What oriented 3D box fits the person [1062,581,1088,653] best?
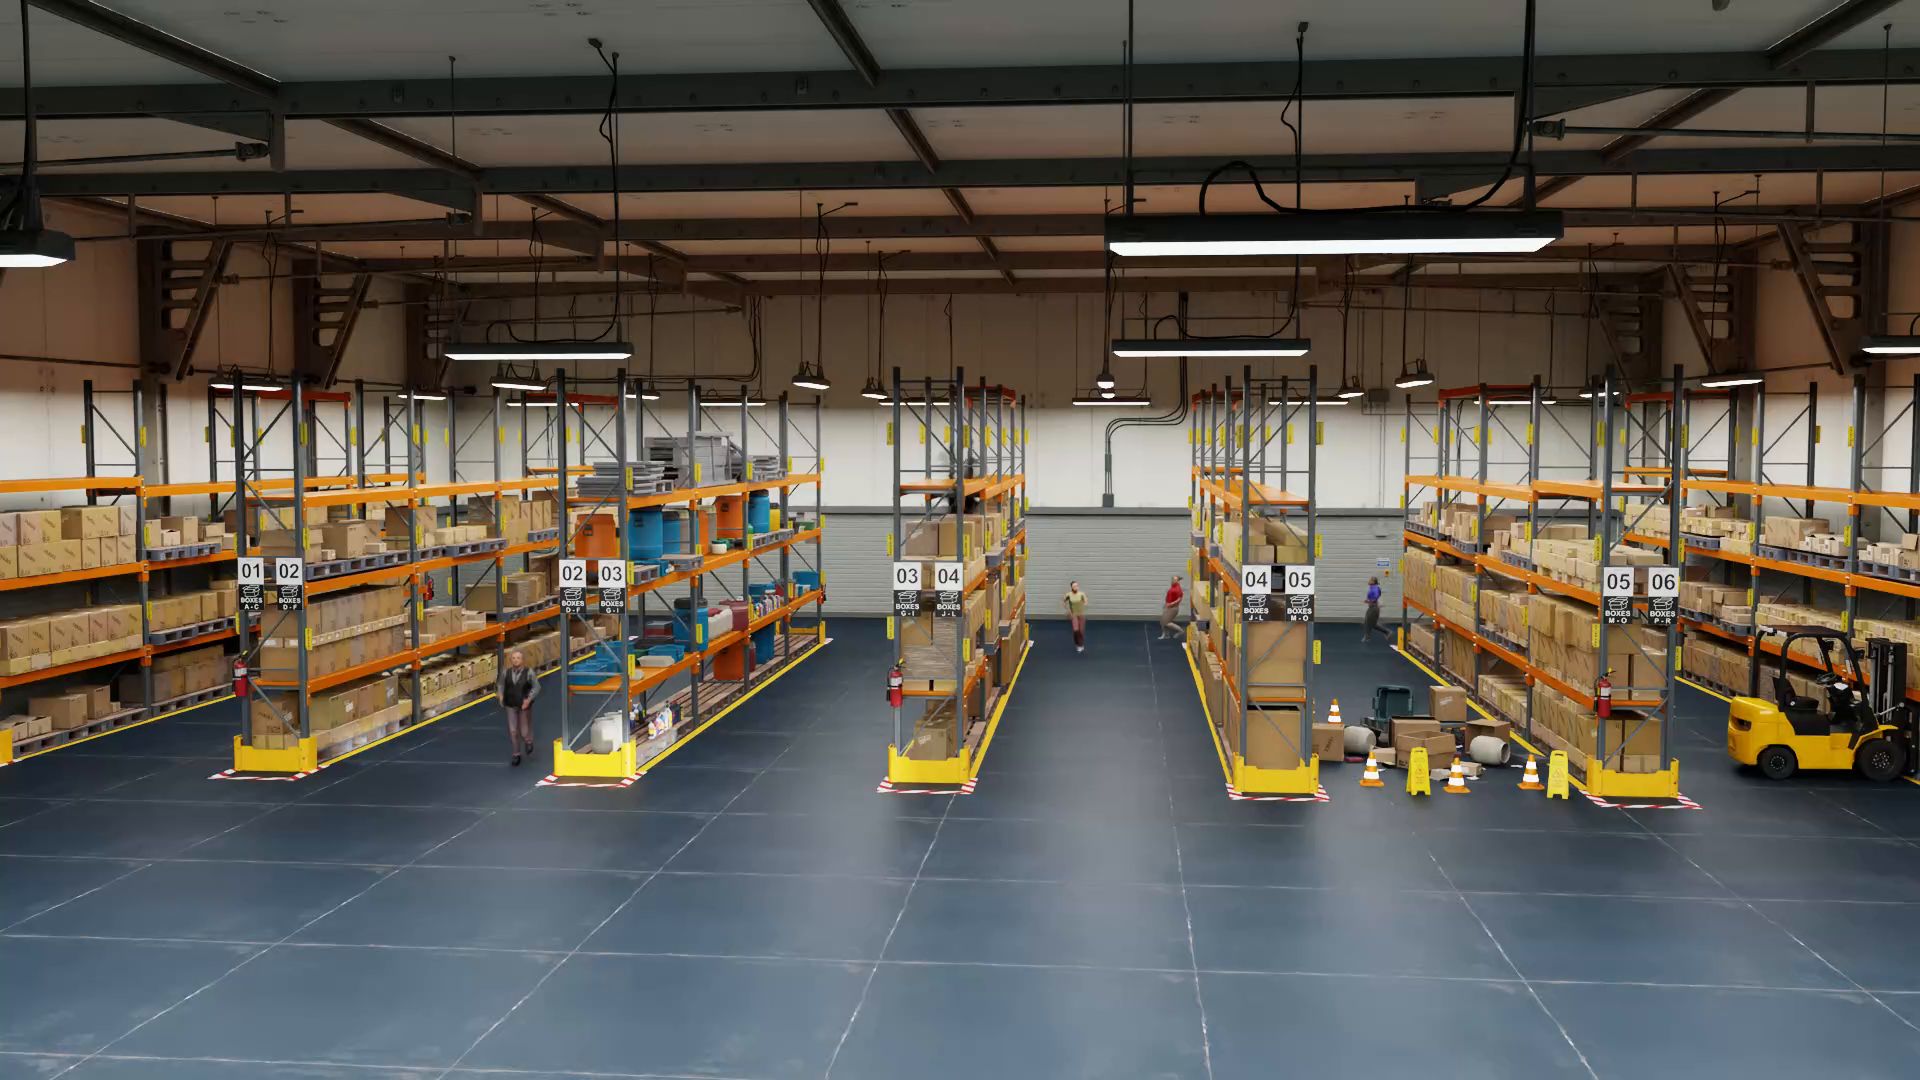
[{"bbox_3d":[2.693,1.785,38.631,0.584,1.670,0.653,0,4,-7],"label":"person"}]

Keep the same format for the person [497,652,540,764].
[{"bbox_3d":[-6.801,2.562,25.628,0.680,1.695,0.692,0,4,-2],"label":"person"}]

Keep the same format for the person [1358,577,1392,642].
[{"bbox_3d":[10.110,1.707,40.416,0.810,1.645,0.616,1,4,11],"label":"person"}]

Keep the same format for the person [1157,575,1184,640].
[{"bbox_3d":[5.154,1.670,40.709,0.630,1.648,0.758,0,4,3],"label":"person"}]
